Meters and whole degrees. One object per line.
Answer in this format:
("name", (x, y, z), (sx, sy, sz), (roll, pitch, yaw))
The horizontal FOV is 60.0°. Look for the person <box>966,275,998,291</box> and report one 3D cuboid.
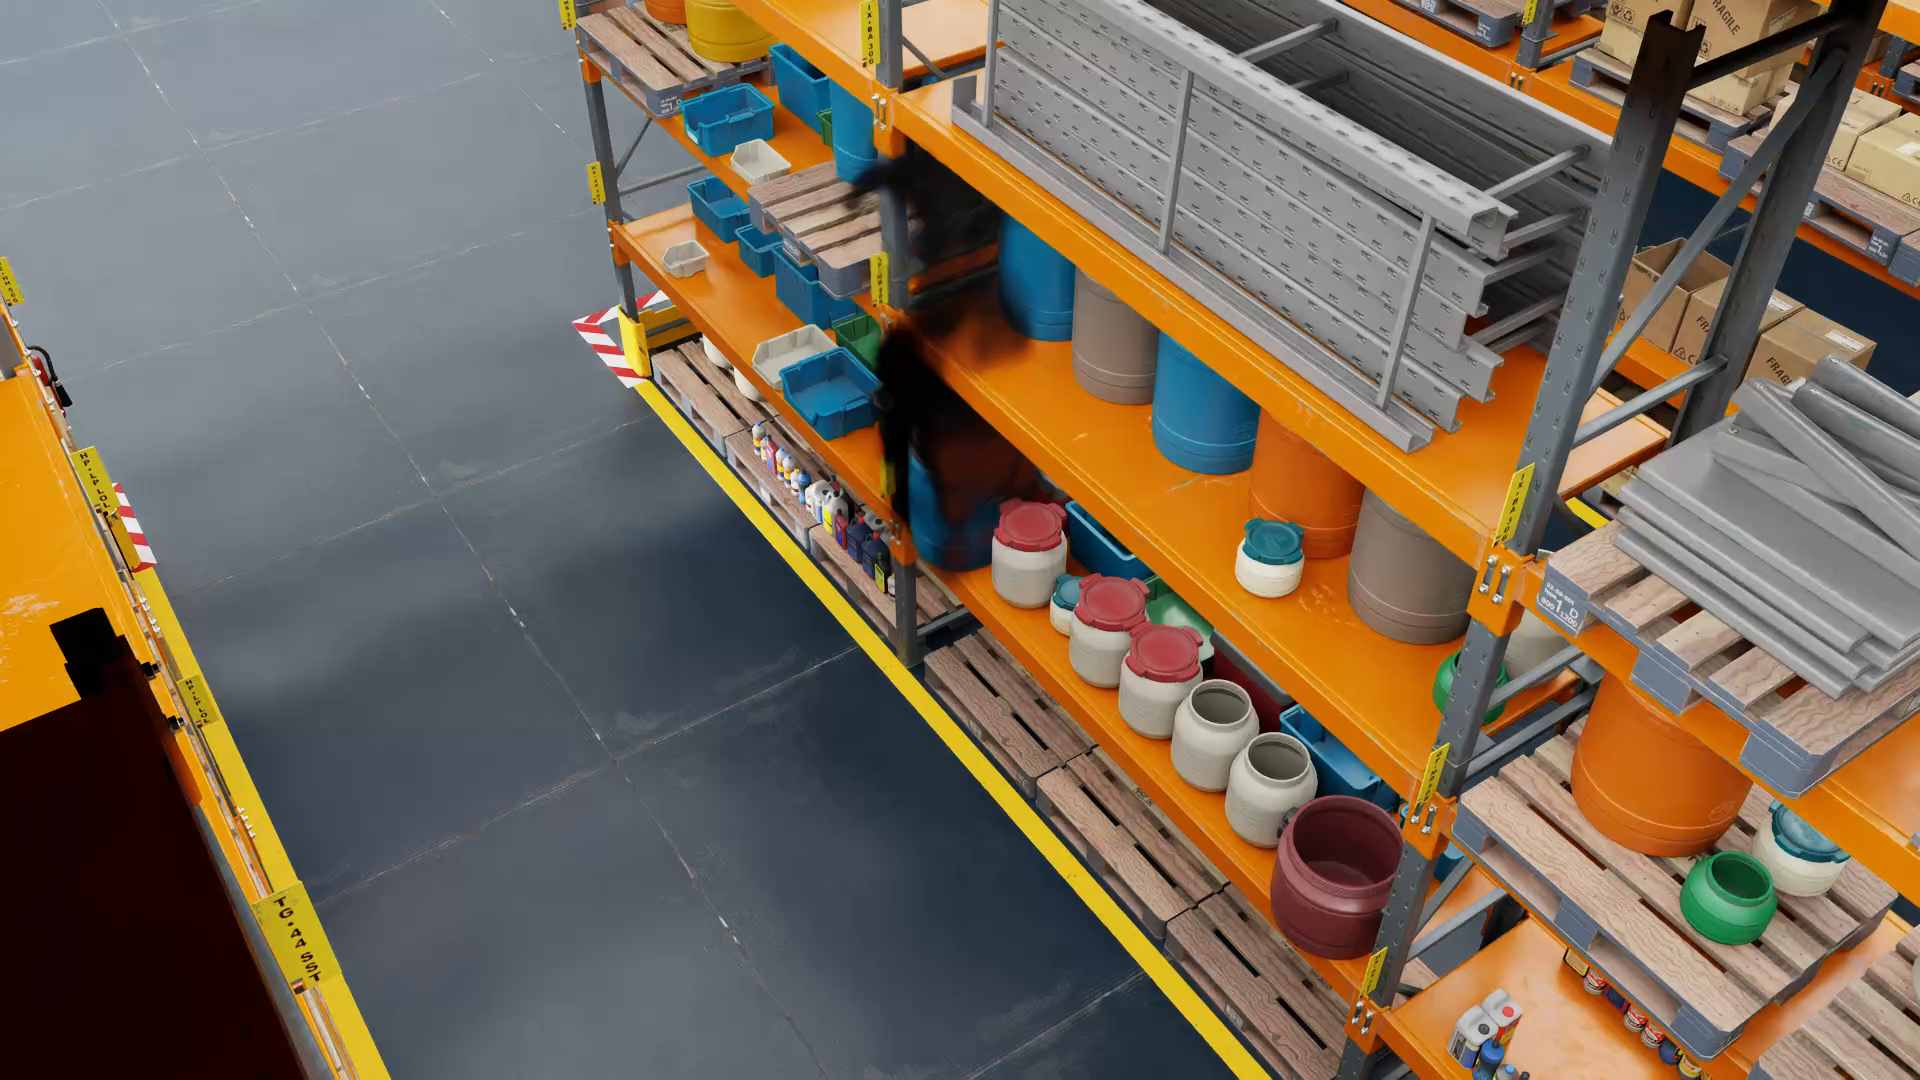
("person", (0.308, -1.716, 12.486), (0.537, 1.586, 0.968), (-22, 47, -22))
